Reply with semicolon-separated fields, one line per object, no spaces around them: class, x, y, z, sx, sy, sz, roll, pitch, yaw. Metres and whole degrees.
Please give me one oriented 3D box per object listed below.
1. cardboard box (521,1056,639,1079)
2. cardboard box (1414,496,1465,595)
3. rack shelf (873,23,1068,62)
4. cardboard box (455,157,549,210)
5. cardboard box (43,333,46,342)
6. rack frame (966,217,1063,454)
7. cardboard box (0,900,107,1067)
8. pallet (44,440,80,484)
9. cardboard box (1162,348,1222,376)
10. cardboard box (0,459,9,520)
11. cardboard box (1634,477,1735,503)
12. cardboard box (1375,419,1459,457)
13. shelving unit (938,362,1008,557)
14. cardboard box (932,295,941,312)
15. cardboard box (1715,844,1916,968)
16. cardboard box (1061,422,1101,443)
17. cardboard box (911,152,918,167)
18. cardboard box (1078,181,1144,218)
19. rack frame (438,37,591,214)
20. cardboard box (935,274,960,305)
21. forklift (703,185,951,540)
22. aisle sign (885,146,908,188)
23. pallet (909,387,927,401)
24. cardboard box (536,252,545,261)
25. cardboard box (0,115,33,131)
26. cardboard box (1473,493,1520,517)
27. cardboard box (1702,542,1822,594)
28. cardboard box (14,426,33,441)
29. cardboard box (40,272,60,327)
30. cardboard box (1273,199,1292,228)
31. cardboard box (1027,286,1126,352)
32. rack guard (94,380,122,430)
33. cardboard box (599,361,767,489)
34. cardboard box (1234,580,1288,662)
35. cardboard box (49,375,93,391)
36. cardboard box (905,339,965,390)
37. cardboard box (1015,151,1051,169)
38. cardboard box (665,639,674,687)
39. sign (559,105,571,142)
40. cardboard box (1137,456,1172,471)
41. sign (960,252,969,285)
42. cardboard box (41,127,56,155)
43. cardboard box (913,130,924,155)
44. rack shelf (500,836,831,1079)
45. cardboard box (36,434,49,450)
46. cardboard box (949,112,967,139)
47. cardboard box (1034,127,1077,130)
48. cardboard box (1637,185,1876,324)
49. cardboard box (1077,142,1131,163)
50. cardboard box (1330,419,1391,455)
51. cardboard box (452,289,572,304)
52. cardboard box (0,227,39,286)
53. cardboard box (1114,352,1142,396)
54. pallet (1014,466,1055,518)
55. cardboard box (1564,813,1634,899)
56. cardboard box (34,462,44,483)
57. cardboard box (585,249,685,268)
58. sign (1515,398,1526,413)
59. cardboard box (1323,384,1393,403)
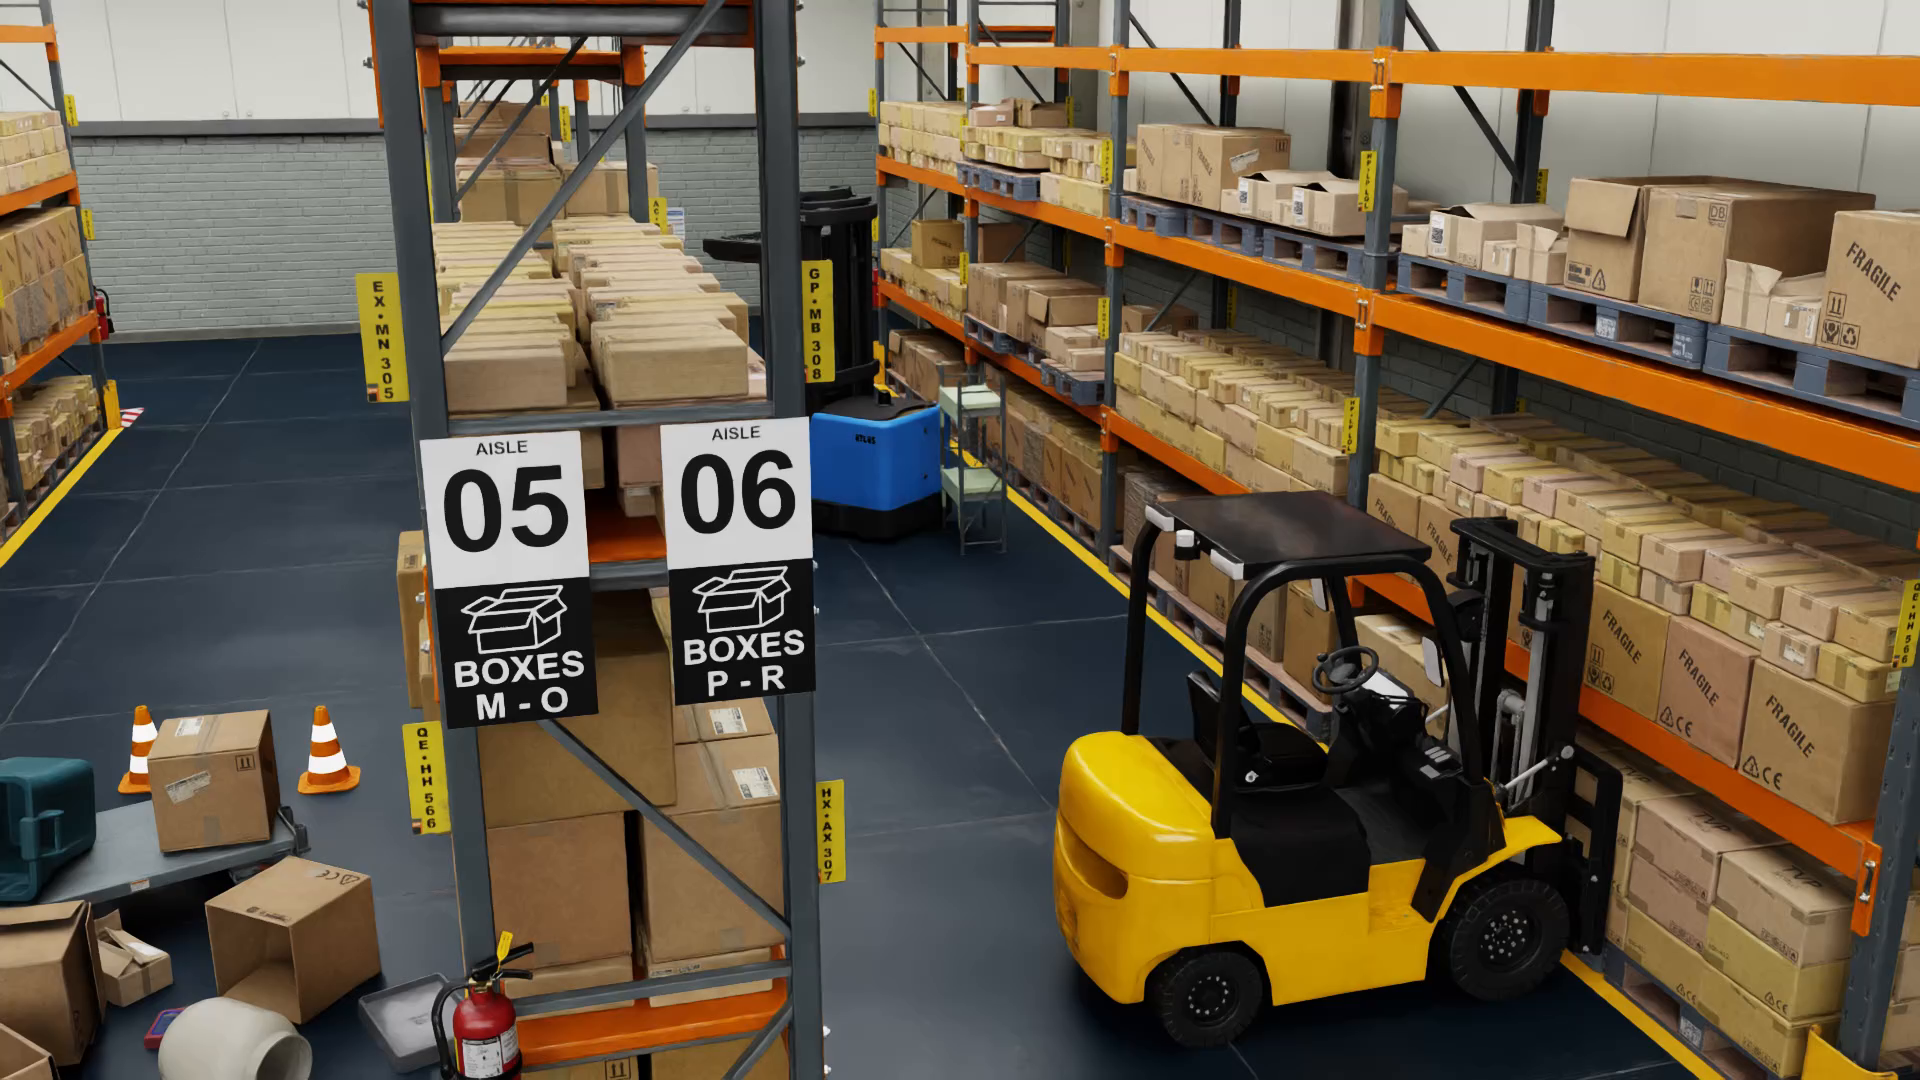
cardboard box;-1.380;1.871;5.755;0.500;0.500;0.500;-5;17;-15
cardboard box;2.793;0.054;8.885;0.500;0.500;0.500;-4;17;-14
rack shelf;0.015;-5.478;18.301;1.077;0.370;4.000;-5;17;-15
cardboard box;-2.592;-2.027;9.434;0.500;0.250;0.500;-4;17;-14
cardboard box;-9.229;-1.999;16.331;0.380;0.149;0.250;-4;17;-13
rack frame;0.565;-2.397;17.219;1.000;3.000;0.127;-5;17;-15
cardboard box;-4.091;1.902;7.008;0.797;0.637;0.503;-5;17;-15
pallet;-9.496;-0.770;16.649;1.003;0.211;1.213;-5;17;-15
cardboard box;1.722;-1.324;12.344;0.380;0.149;0.250;-4;17;-15
cardboard box;-8.493;-0.404;14.197;0.500;0.500;0.500;-5;17;-16
cardboard box;3.502;-0.192;8.058;0.380;0.149;0.250;-4;17;-14
cardboard box;2.566;-0.574;9.330;0.380;0.149;0.250;-4;17;-14
shelving unit;0.109;-0.699;14.151;0.431;1.500;0.755;-5;17;-12
cardboard box;-0.096;-2.629;18.426;0.380;0.149;0.250;-5;17;-16
cardboard box;3.436;1.456;6.702;0.500;0.250;0.500;-4;17;-13
cardboard box;1.121;-0.948;14.882;0.380;0.149;0.250;-4;17;-14
cardboard box;-0.343;-4.282;18.715;0.380;0.149;0.250;-5;17;-15
cardboard box;1.290;-2.778;13.534;0.500;0.250;0.500;-5;18;-17
rack frame;-3.108;-3.771;11.363;1.000;3.000;0.127;-5;17;-15
cardboard box;0.038;-2.727;18.060;0.500;0.250;0.500;-5;17;-15
forklift;-1.591;-1.706;15.038;3.031;2.935;1.130;11;20;32
aisle sign;-0.836;-4.744;20.514;0.394;0.787;0.004;-5;17;-15
pallet;0.038;-1.590;19.378;1.003;0.211;1.213;-5;17;-15
cardboard box;-2.151;-1.155;7.612;0.500;0.250;0.500;-5;17;-16
cardboard box;-9.431;-4.131;16.475;0.380;0.149;0.250;-5;17;-17
cardboard box;2.836;-0.146;8.422;0.380;0.149;0.250;-5;17;-16
cardboard box;3.369;0.128;6.994;0.380;0.149;0.250;-5;17;-15
cardboard box;-8.970;-0.964;15.638;0.380;0.149;0.250;-5;17;-16
cardboard box;-9.255;-2.356;16.391;0.500;0.500;0.500;-4;17;-12
cardboard box;2.169;-2.030;10.315;0.380;0.149;0.250;-5;17;-15
cardboard box;1.038;-1.978;14.915;0.797;0.503;0.637;-5;17;-17
rack guard;-10.017;-1.473;18.486;1.175;0.500;0.348;-5;17;-15
cardboard box;-0.791;-0.352;4.939;0.500;0.250;0.500;-5;17;-16
cardboard box;2.403;0.393;11.327;0.875;0.625;0.625;-5;17;-16
cardboard box;-9.649;-1.685;18.040;0.380;0.149;0.250;-4;17;-15
cardboard box;-0.260;-2.092;19.816;0.700;0.500;0.500;-4;17;-13
cardboard box;0.712;-3.425;14.960;0.380;0.149;0.250;-4;17;-14
cardboard box;-1.059;0.688;6.256;0.500;0.500;0.500;-5;17;-16
sign;-3.688;-3.884;15.510;0.100;0.325;0.005;-5;17;-15
cardboard box;1.818;-0.434;14.297;0.500;0.500;0.500;-4;17;-13
sign;0.045;-2.767;16.944;0.100;0.325;0.005;-5;17;-15
cardboard box;-9.525;-4.047;16.887;0.500;0.250;0.500;-5;17;-17
cardboard box;-0.223;-4.444;18.561;0.500;0.250;0.500;-5;17;-16
rack shelf;-1.459;1.107;6.804;1.077;0.370;4.000;-5;17;-15
cardboard box;-9.112;-0.969;16.171;0.380;0.149;0.250;-4;17;-13
cardboard box;0.195;-4.265;17.096;0.500;0.250;0.500;-5;17;-15
cardboard box;0.929;-3.894;16.002;0.380;0.149;0.250;-5;17;-16
cardboard box;3.321;-1.206;6.961;0.700;0.500;0.500;-5;17;-15
cardboard box;1.193;-3.211;13.765;0.380;0.149;0.250;-5;18;-17
cardboard box;2.456;-0.620;10.000;0.380;0.149;0.250;-4;17;-13
cardboard box;-1.488;-0.739;5.534;0.380;0.149;0.250;-5;17;-15
cardboard box;-9.094;-2.682;15.737;0.500;0.500;0.500;-4;17;-14
cardboard box;1.527;-1.314;13.006;0.500;0.250;0.500;-5;17;-15
pallet;1.164;-0.502;15.755;1.003;0.211;1.213;-5;17;-15
cardboard box;3.139;1.408;7.732;0.500;0.250;0.500;-5;17;-17
cardboard box;-8.803;-0.620;15.528;0.380;0.149;0.250;-4;17;-14
cardboard box;-1.290;-1.065;6.621;0.380;0.149;0.250;-4;17;-15
sign;3.296;-0.681;9.864;0.100;0.325;0.005;-5;17;-15
cardboard box;2.648;-0.945;11.081;0.380;0.149;0.250;-5;17;-15
